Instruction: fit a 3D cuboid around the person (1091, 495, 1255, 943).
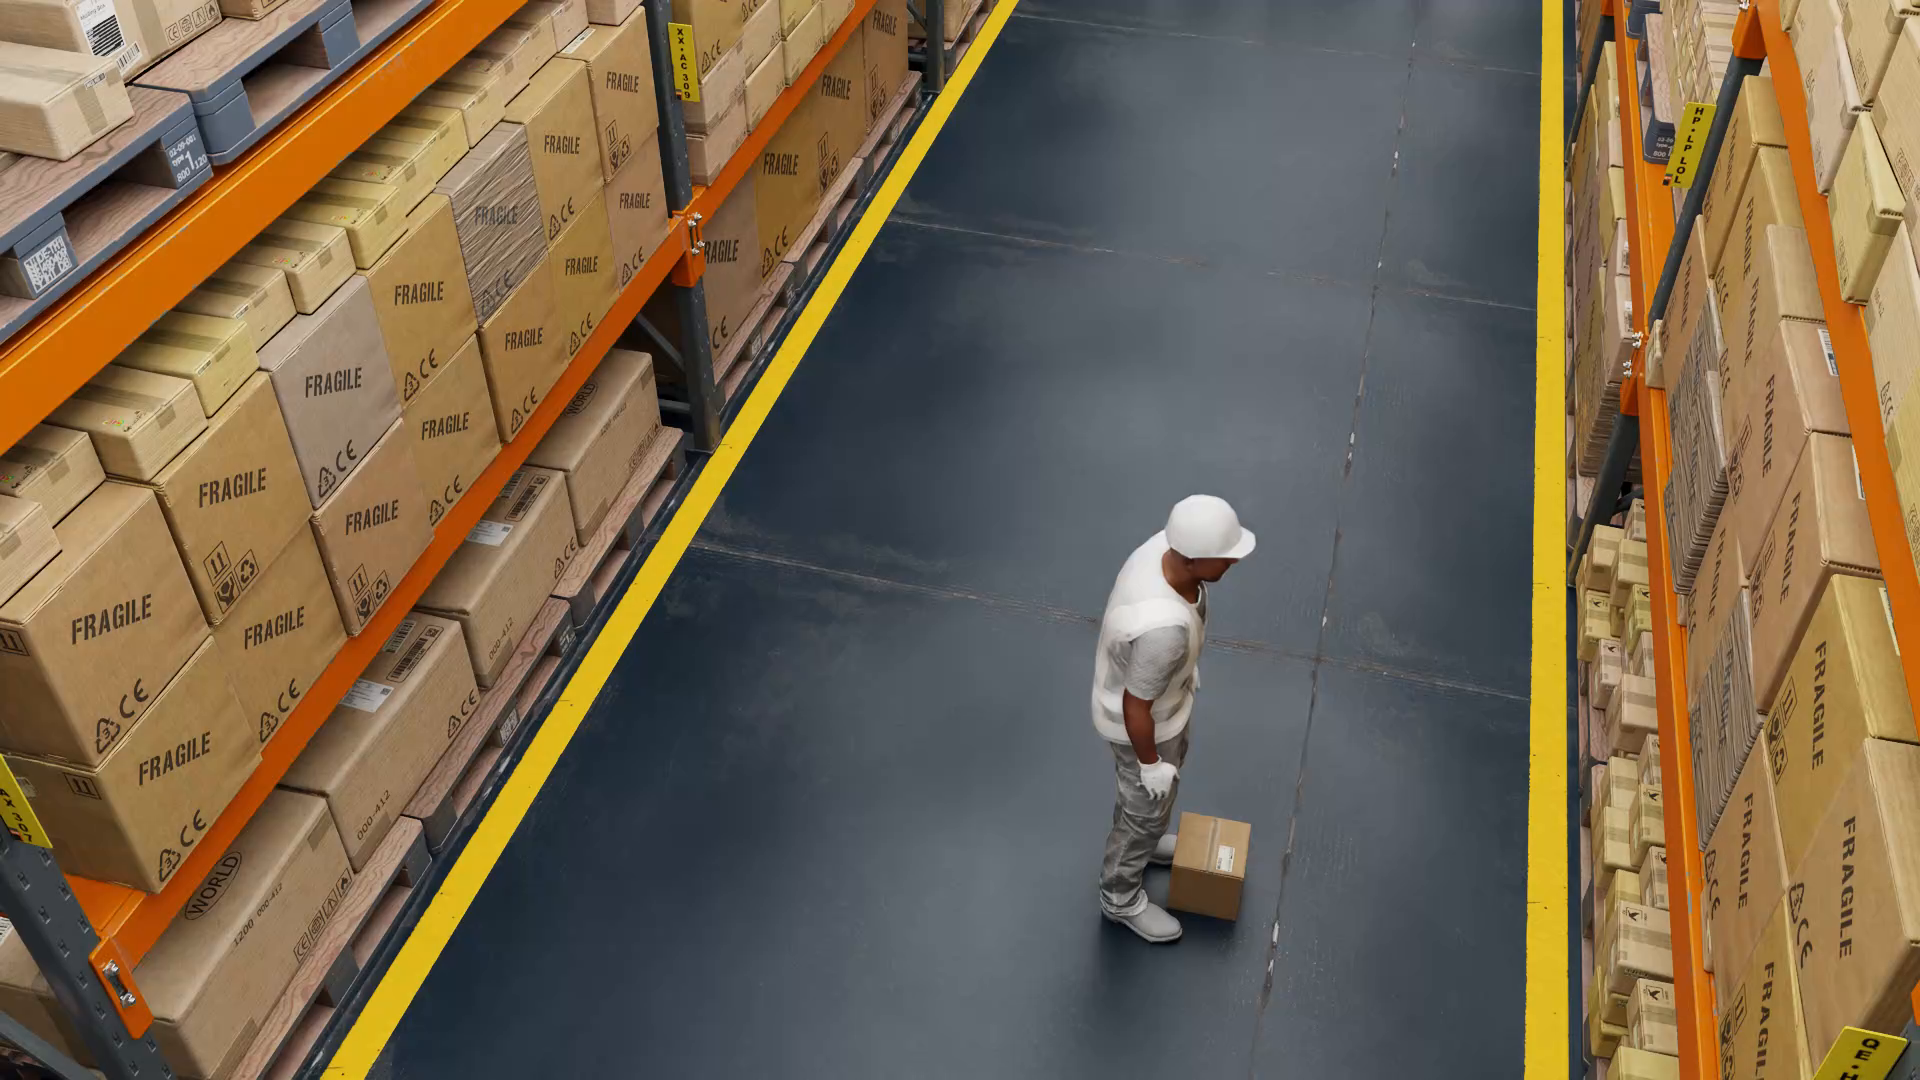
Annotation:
[{"bbox_3d":[0.663,0.563,5.494,0.446,1.774,0.617,10,42,12],"label":"person"}]
